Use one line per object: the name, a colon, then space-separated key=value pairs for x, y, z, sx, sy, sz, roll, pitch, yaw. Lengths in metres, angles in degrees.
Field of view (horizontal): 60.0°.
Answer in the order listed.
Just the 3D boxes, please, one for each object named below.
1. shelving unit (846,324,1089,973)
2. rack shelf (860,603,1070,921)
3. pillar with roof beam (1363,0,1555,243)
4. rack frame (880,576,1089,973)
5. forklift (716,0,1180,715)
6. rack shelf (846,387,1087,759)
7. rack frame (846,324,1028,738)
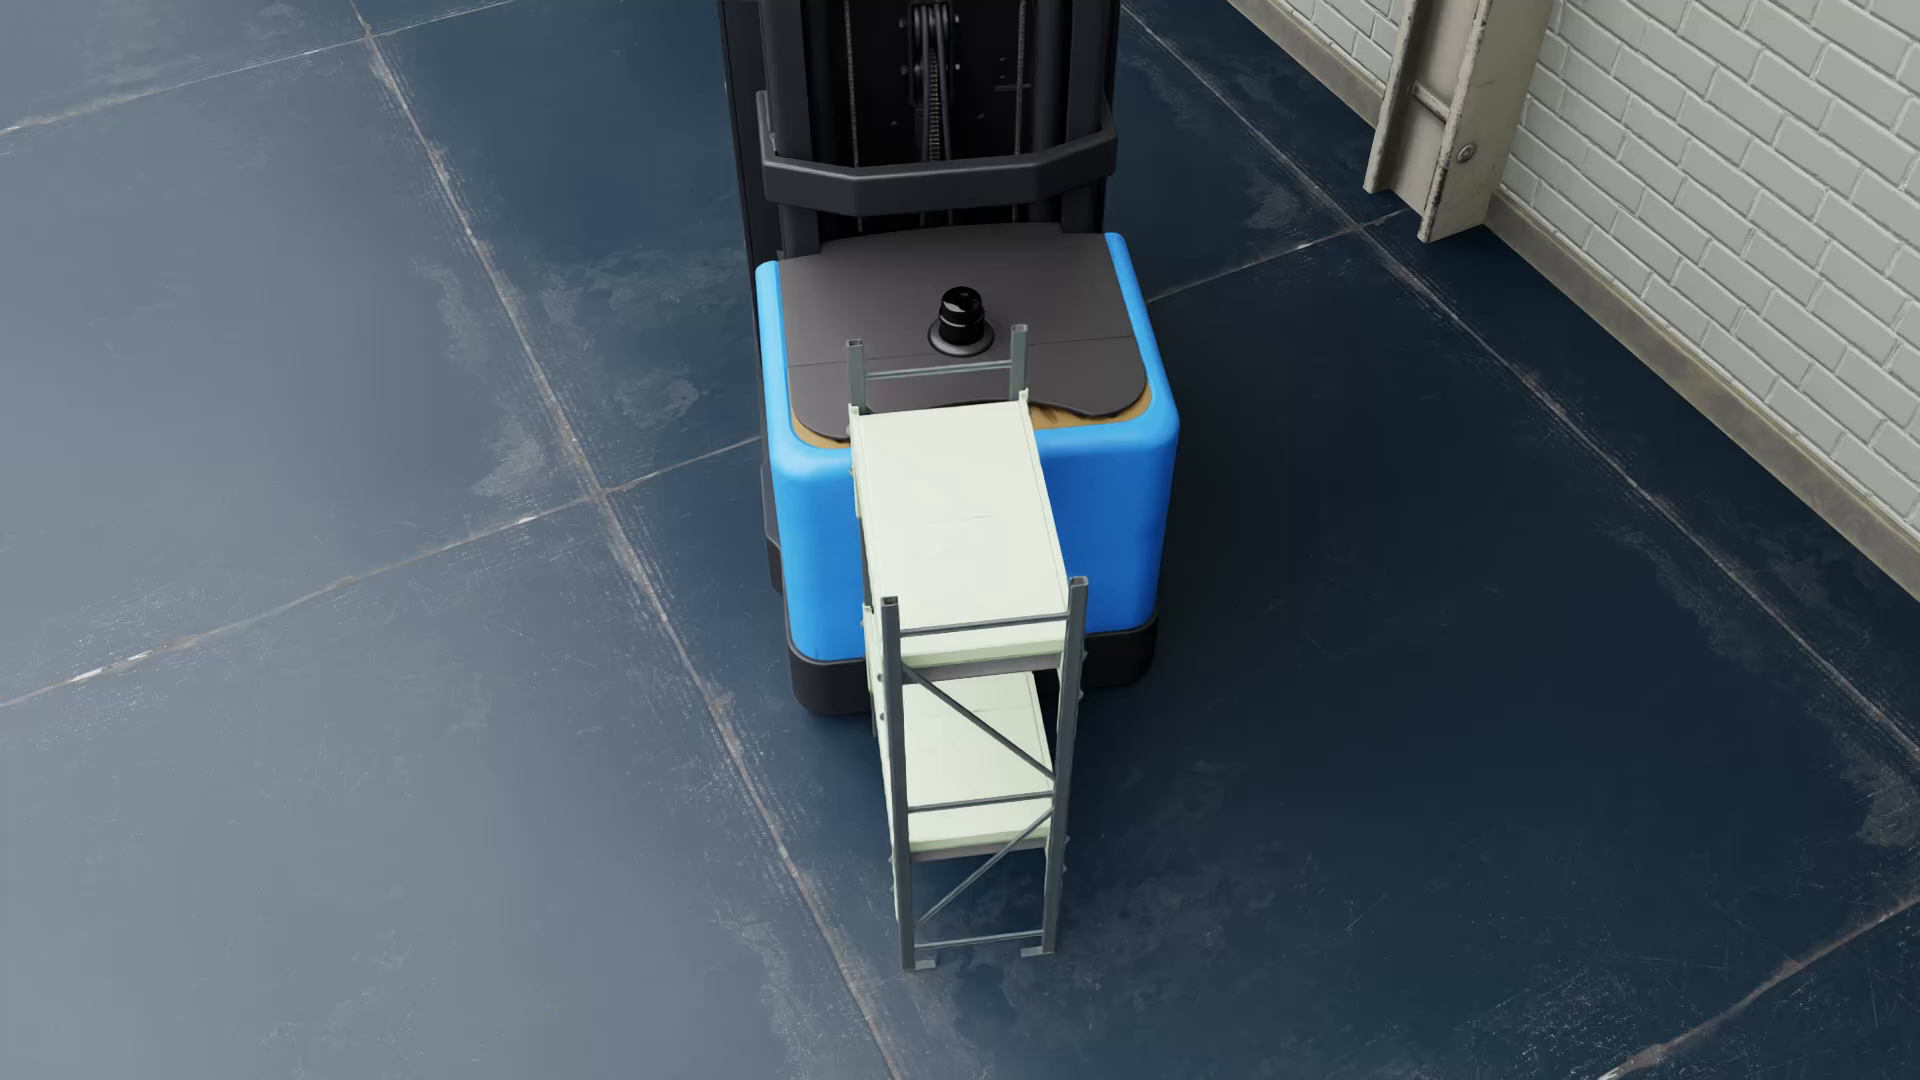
shelving unit: x=-0.001 y=0.318 z=3.976 sx=0.431 sy=1.500 sz=0.755 roll=-6 pitch=49 yaw=-5
rack shelf: x=-0.001 y=0.532 z=4.221 sx=0.431 sy=0.370 sz=0.720 roll=-6 pitch=49 yaw=-5
pillar with roof beam: x=-2.041 y=-2.773 z=1.697 sx=9.100 sy=9.000 sz=0.400 roll=-21 pitch=52 yaw=-18
rack frame: x=0.047 y=0.591 z=3.737 sx=0.400 sy=1.500 sz=0.023 roll=-6 pitch=49 yaw=-5
forklift: x=-0.142 y=-1.591 z=4.695 sx=1.130 sy=2.935 sz=3.031 roll=-6 pitch=49 yaw=-5
rack shelf: x=-0.001 y=0.061 z=3.682 sx=0.431 sy=0.370 sz=0.720 roll=-6 pitch=49 yaw=-5
rack frame: x=-0.050 y=0.045 z=4.214 sx=0.400 sy=1.500 sz=0.023 roll=-6 pitch=49 yaw=-5
